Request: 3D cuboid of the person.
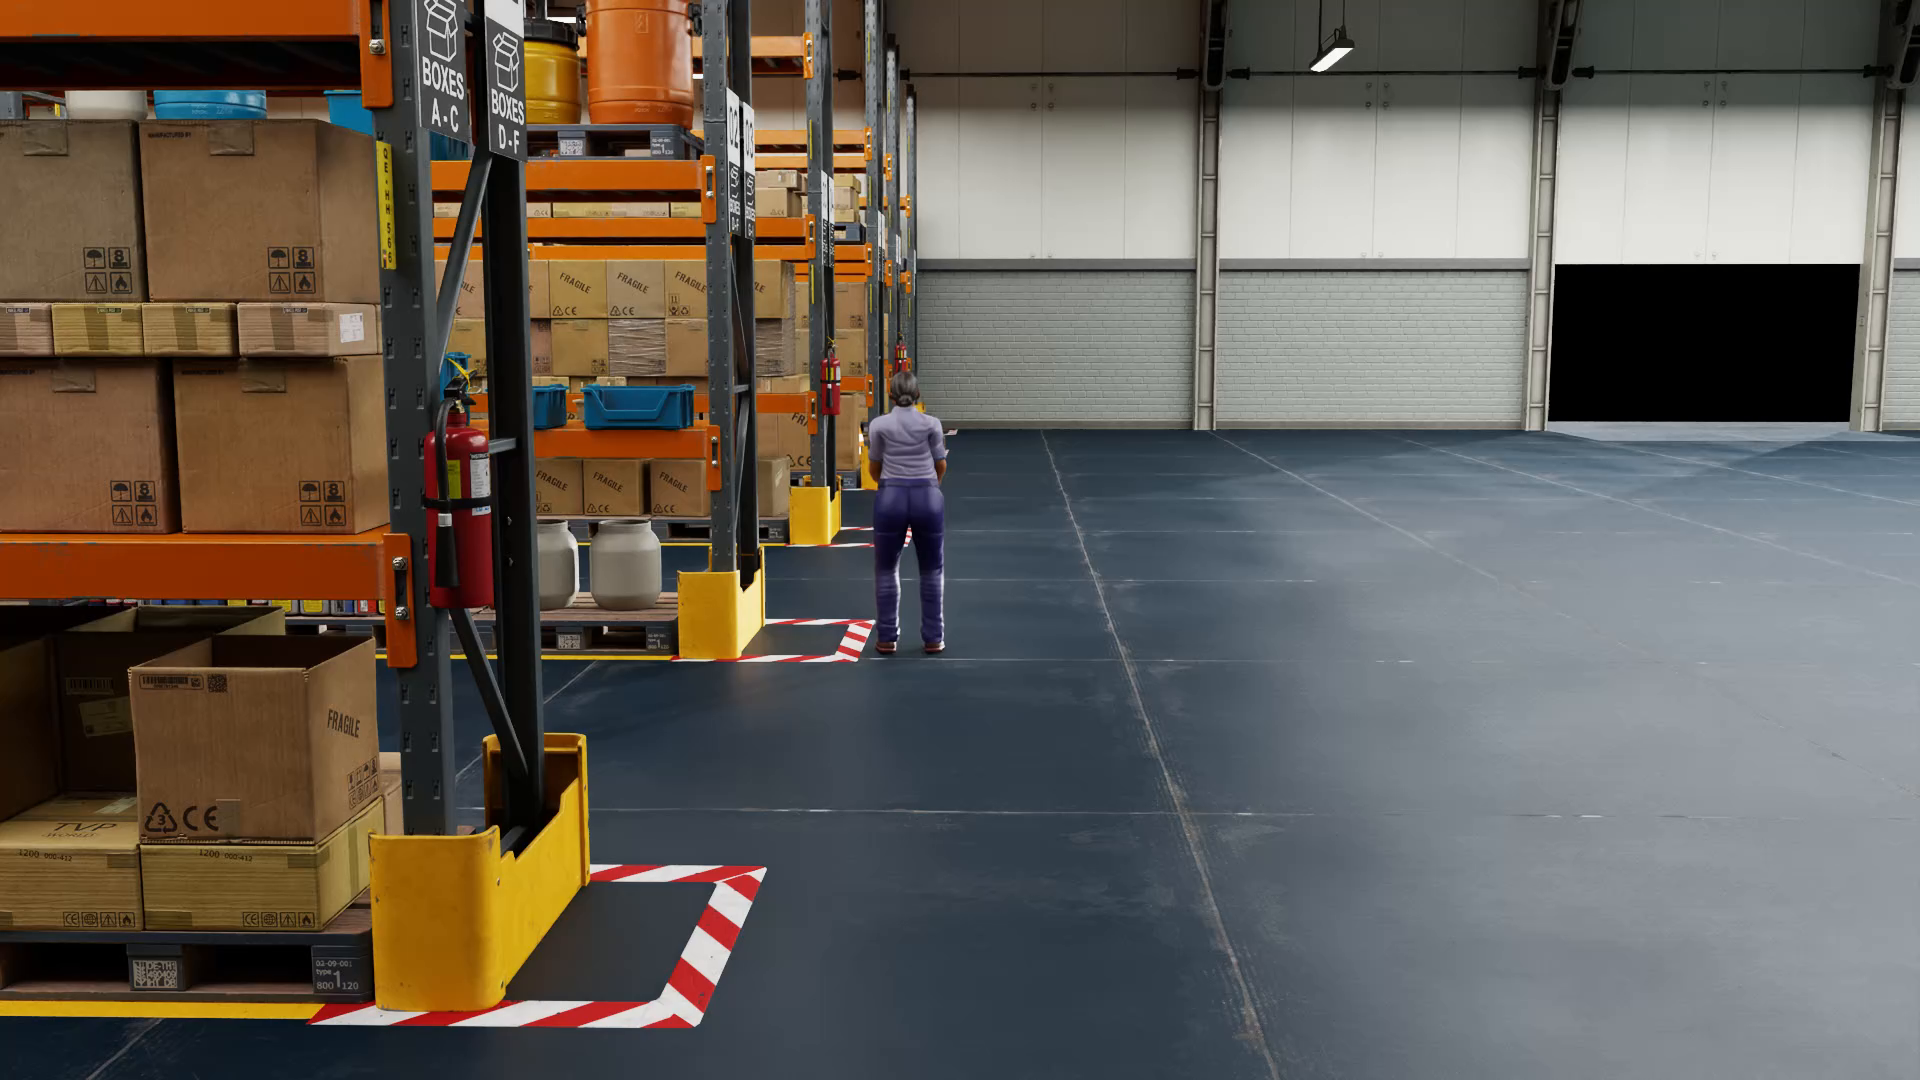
[{"bbox_3d":[-0.308,-0.170,9.688,0.454,1.636,0.514,0,7,-2],"label":"person"}]
